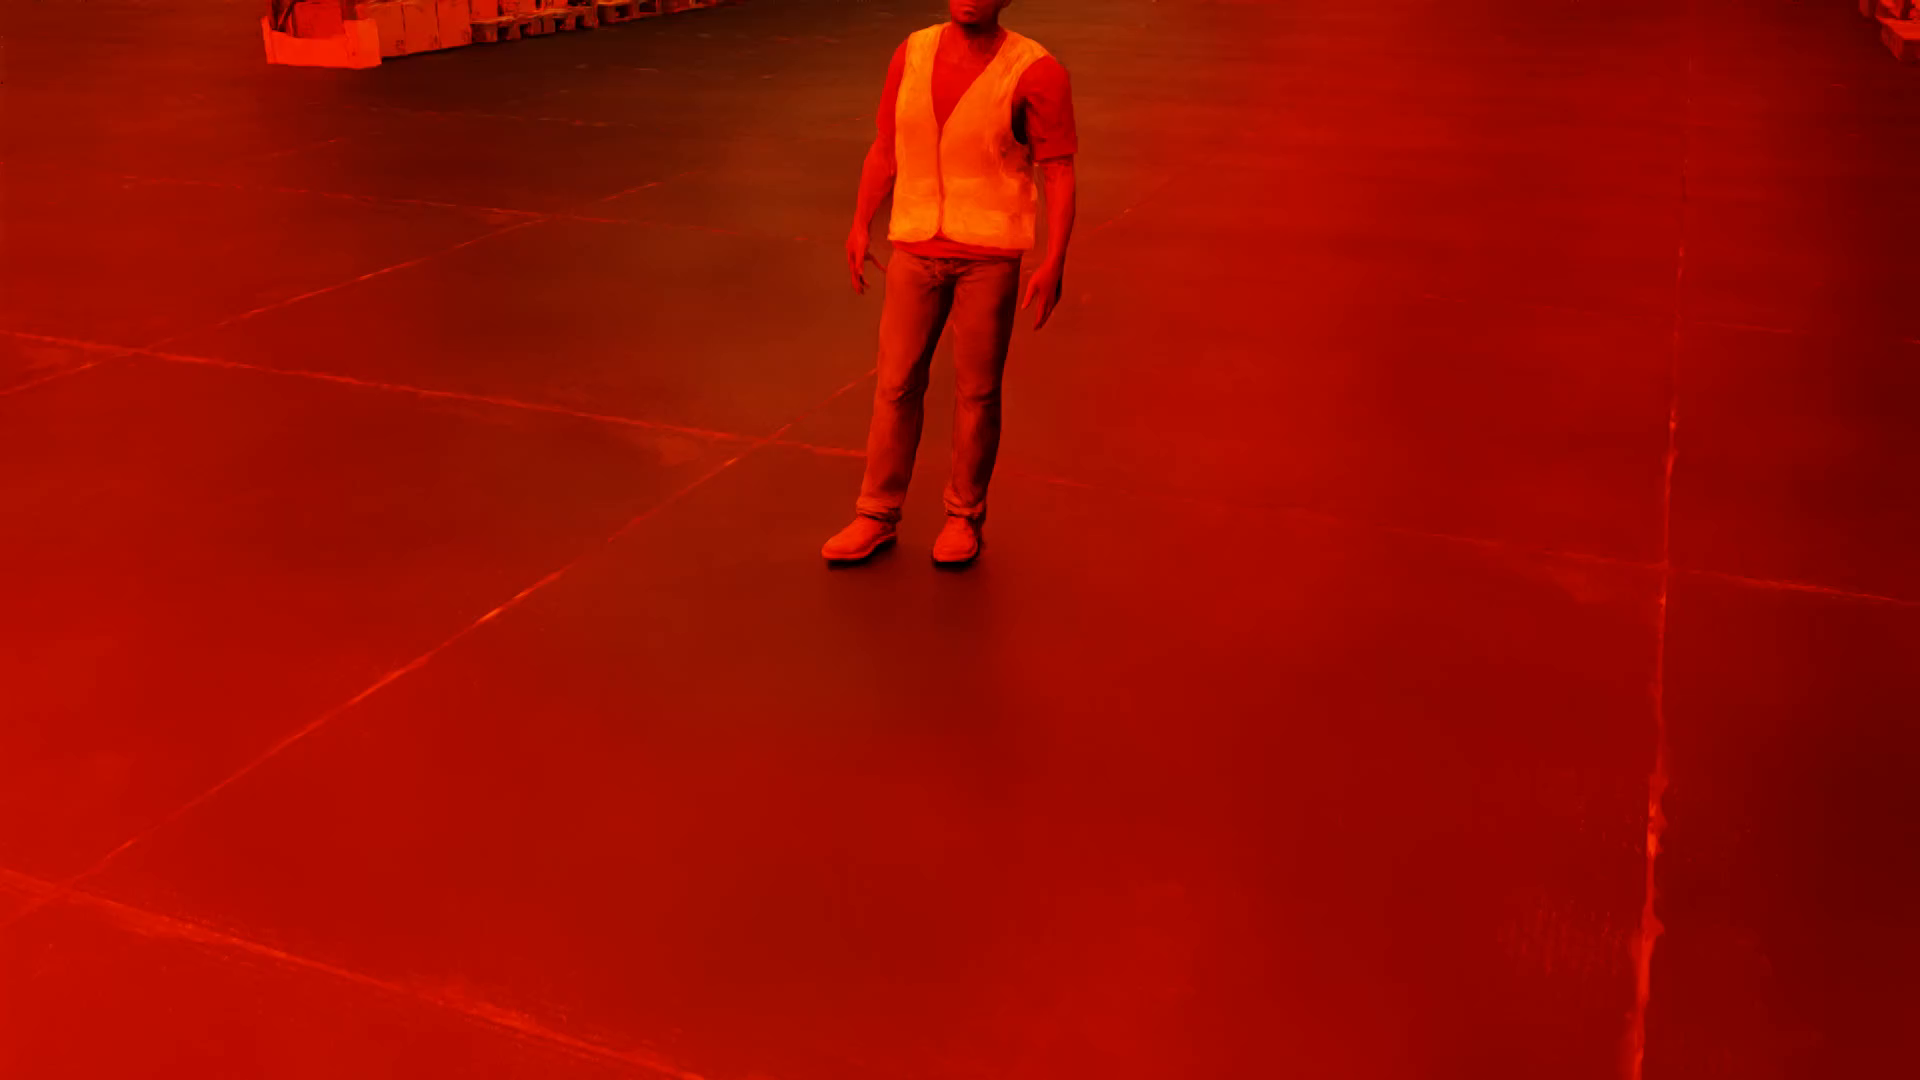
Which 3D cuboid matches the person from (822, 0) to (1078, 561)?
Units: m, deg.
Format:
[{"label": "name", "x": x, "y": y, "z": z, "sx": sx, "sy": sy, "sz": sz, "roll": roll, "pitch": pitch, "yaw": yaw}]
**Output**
[{"label": "person", "x": -0.032, "y": -0.797, "z": 4.692, "sx": 0.665, "sy": 1.766, "sz": 0.576, "roll": 9, "pitch": 24, "yaw": 21}]
